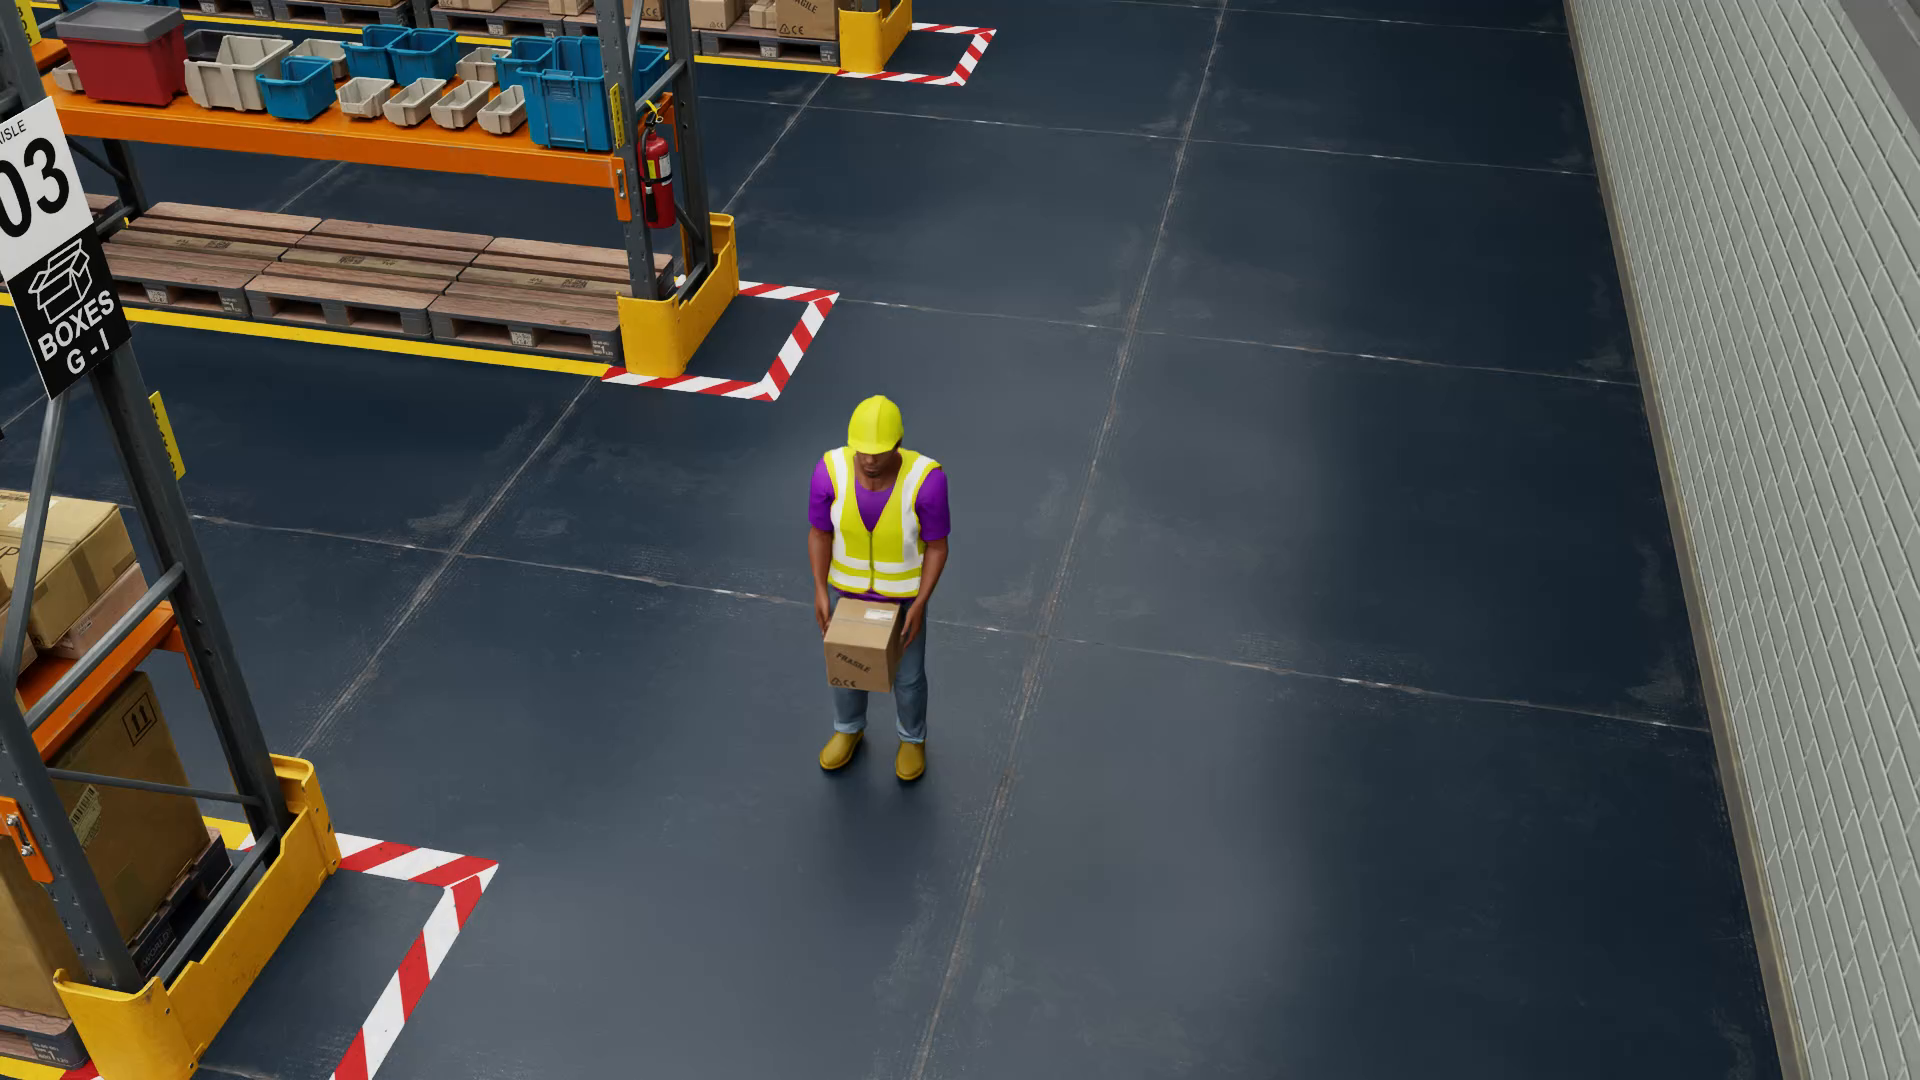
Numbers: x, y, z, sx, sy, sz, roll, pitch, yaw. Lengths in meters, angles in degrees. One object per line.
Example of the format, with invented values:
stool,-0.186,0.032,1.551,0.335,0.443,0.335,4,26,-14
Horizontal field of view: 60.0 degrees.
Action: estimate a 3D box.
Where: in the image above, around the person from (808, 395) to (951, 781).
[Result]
person,-0.327,0.210,6.660,0.572,1.767,0.470,7,37,9
